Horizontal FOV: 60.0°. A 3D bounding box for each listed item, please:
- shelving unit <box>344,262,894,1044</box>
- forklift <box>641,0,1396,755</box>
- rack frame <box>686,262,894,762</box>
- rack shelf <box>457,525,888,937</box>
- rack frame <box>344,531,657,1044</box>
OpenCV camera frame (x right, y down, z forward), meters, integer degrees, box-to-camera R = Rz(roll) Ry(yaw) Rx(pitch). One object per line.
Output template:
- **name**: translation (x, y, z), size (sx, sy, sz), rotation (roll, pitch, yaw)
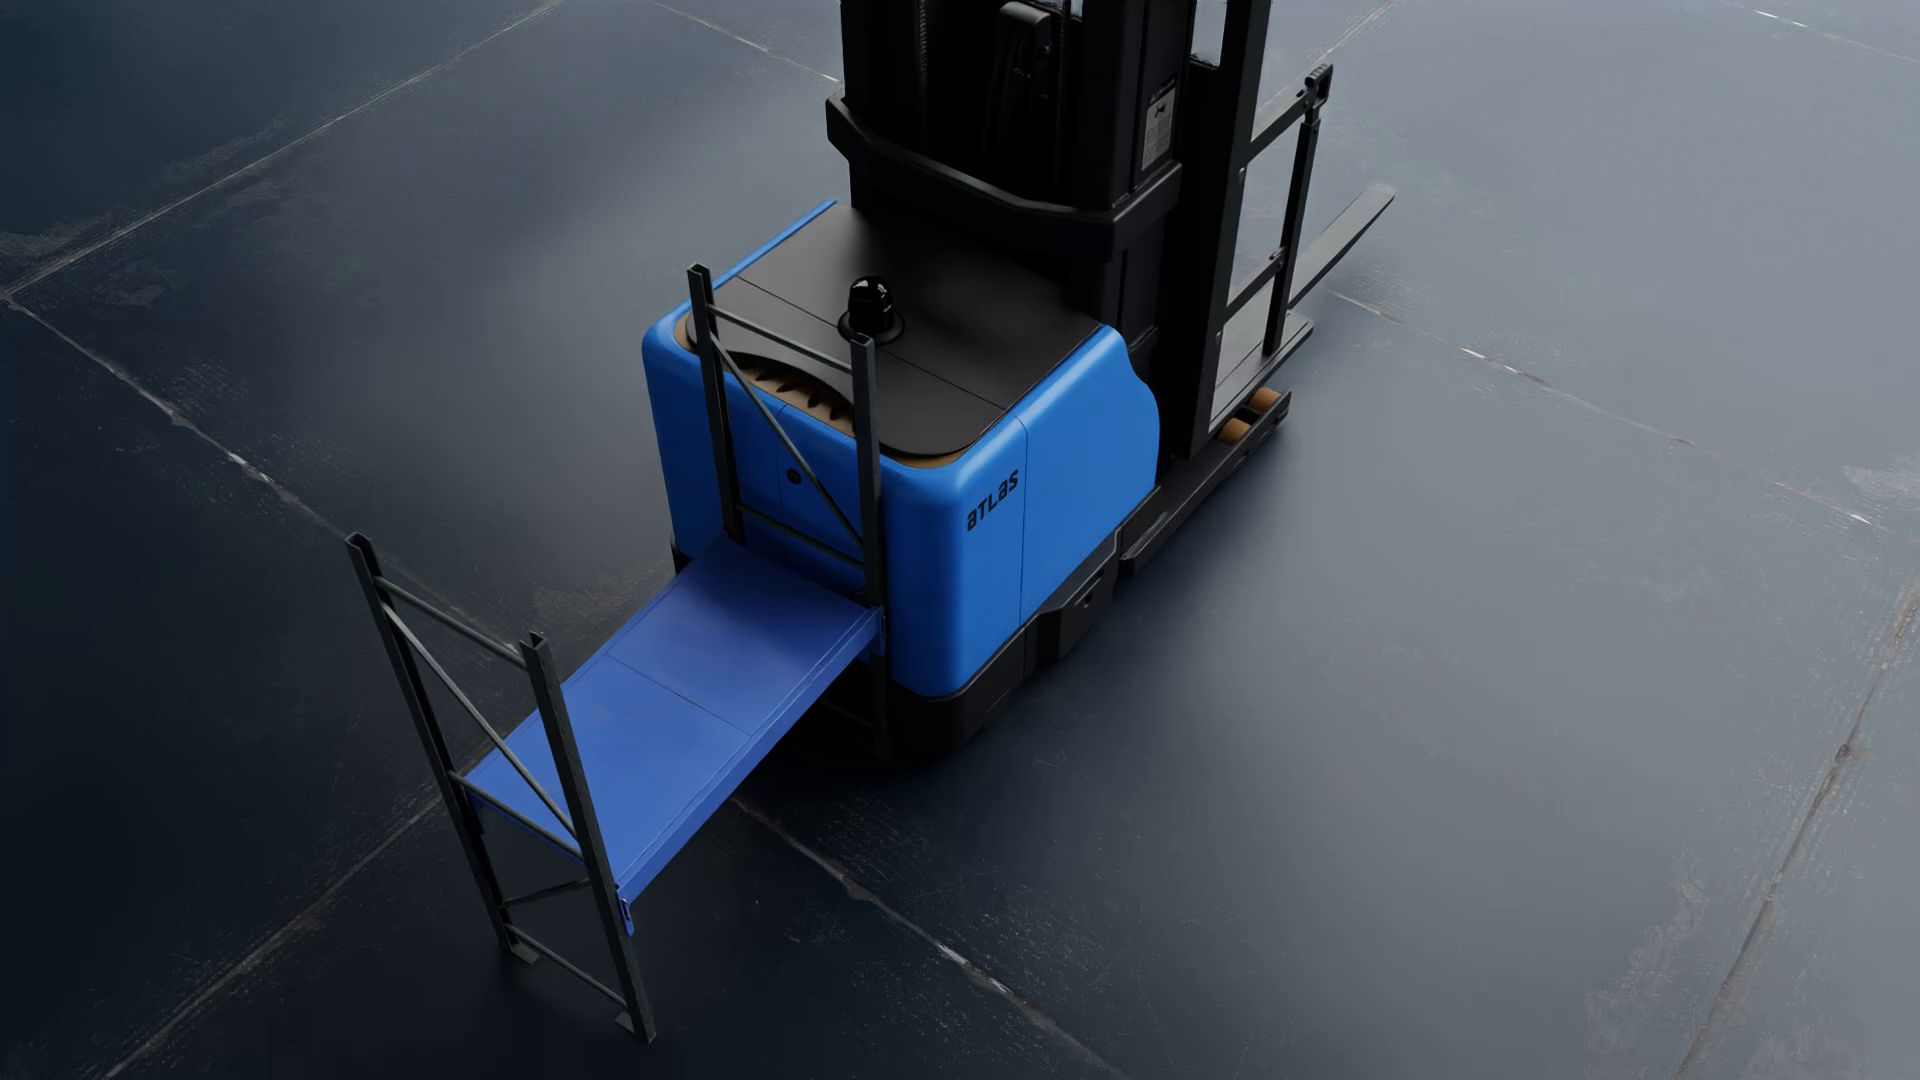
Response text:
- **shelving unit**: translation (-0.682, 0.301, 3.925), size (0.538, 1.500, 1.048), rotation (25, 51, 22)
- **forklift**: translation (0.446, -1.440, 4.599), size (1.130, 2.935, 3.031), rotation (29, 53, 25)
- **rack frame**: translation (-0.402, -0.006, 4.218), size (0.500, 1.500, 0.032), rotation (25, 51, 22)
- **rack shelf**: translation (-0.682, 0.426, 4.055), size (0.538, 0.185, 1.000), rotation (25, 51, 22)
- **rack frame**: translation (-0.961, 0.608, 3.632), size (0.500, 1.500, 0.032), rotation (25, 51, 22)
